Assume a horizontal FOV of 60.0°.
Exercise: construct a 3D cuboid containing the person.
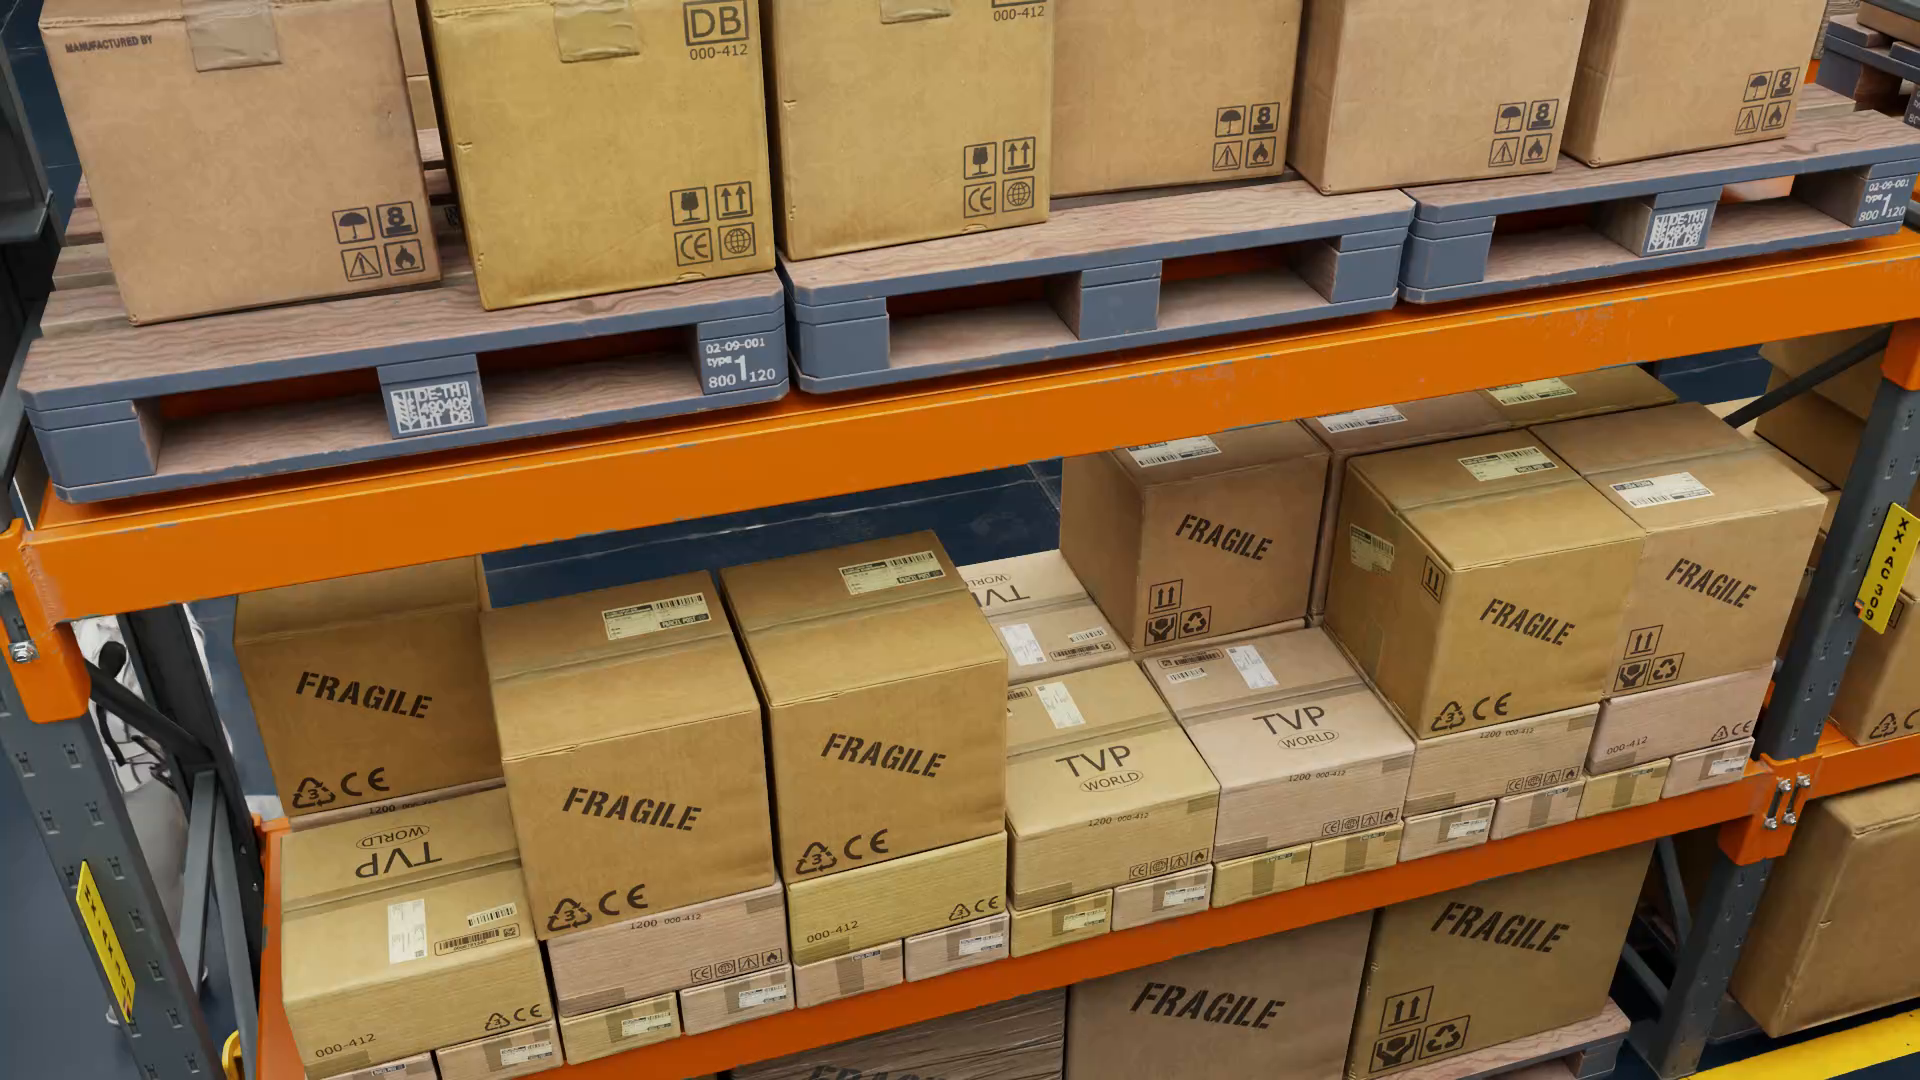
[{"bbox_3d":[-2.458,0.637,5.143,0.883,1.736,0.554,-28,43,-35],"label":"person"}]
